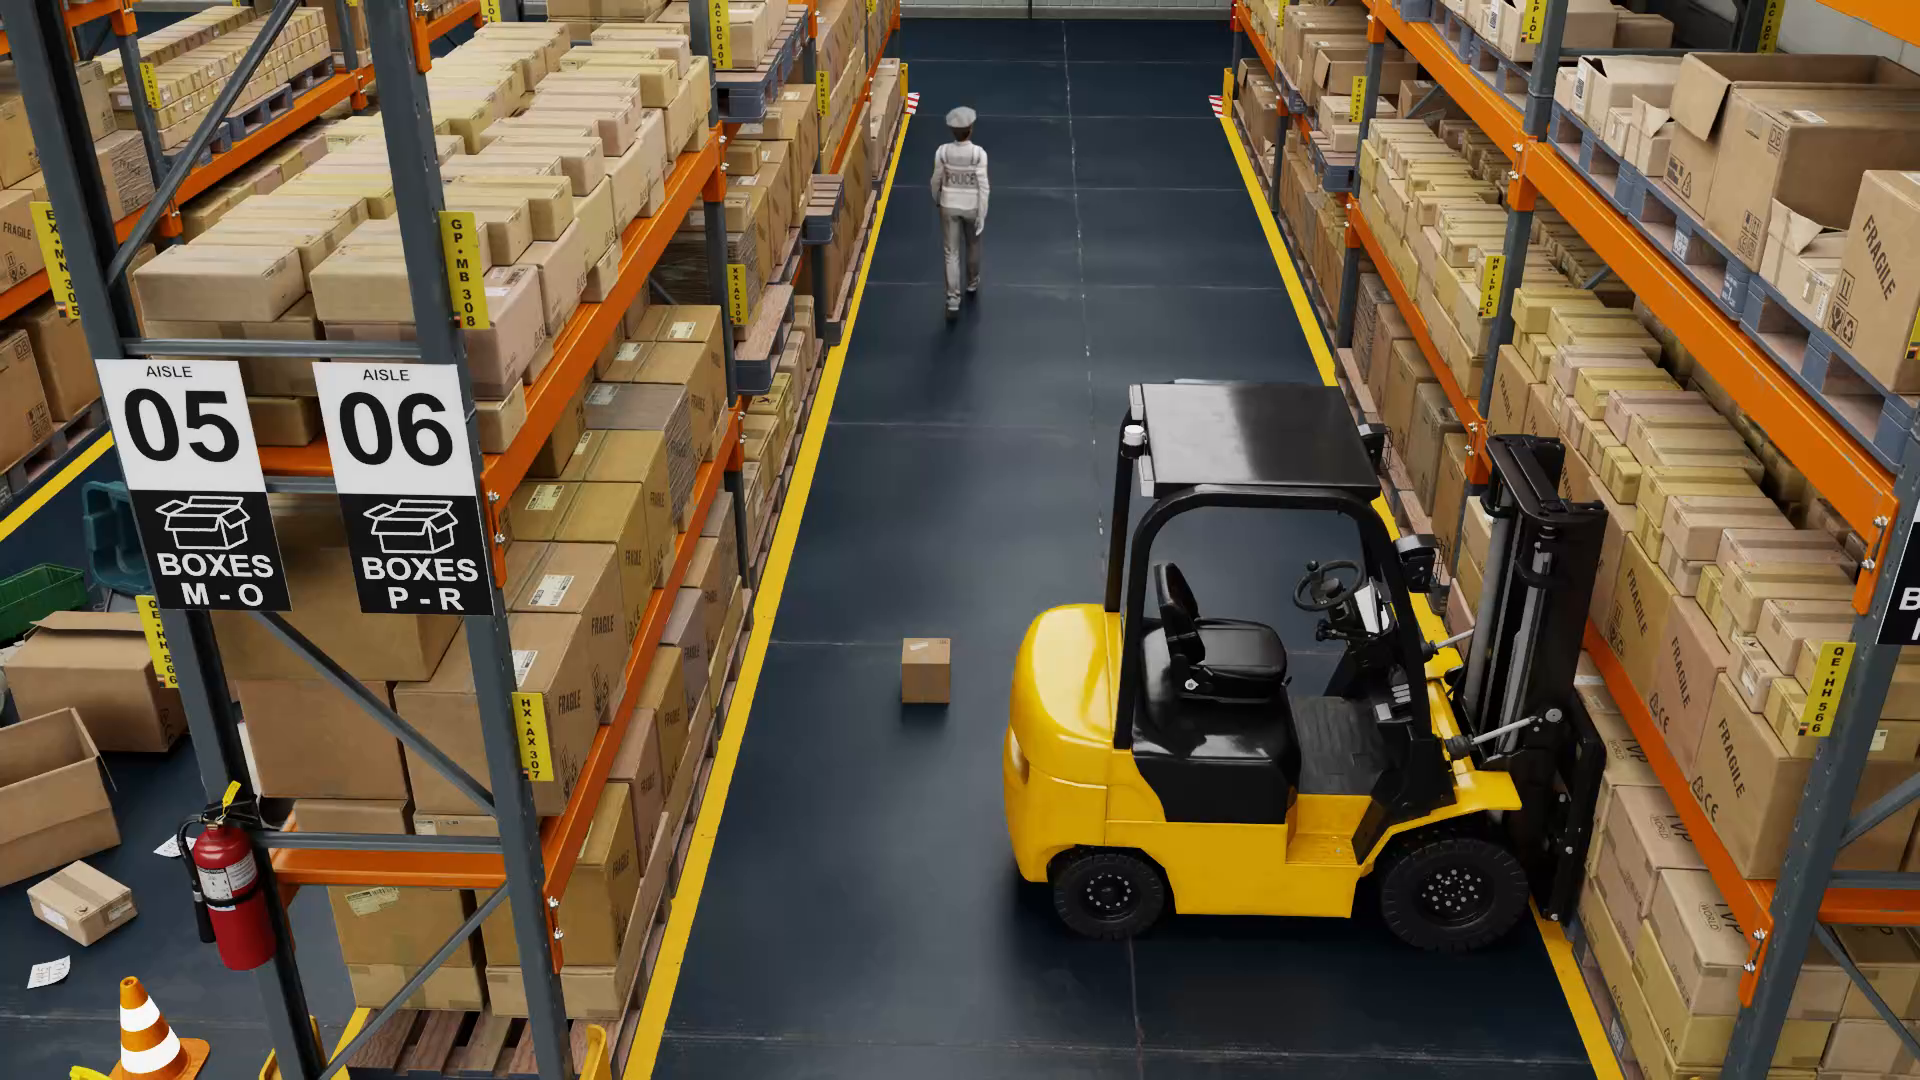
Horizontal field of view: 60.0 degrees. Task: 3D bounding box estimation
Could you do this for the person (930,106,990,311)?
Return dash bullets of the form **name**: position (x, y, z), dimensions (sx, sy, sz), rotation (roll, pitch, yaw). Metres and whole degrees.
- **person**: position (-0.001, -2.762, 13.748), dimensions (0.489, 1.638, 1.001), rotation (0, 28, 0)
